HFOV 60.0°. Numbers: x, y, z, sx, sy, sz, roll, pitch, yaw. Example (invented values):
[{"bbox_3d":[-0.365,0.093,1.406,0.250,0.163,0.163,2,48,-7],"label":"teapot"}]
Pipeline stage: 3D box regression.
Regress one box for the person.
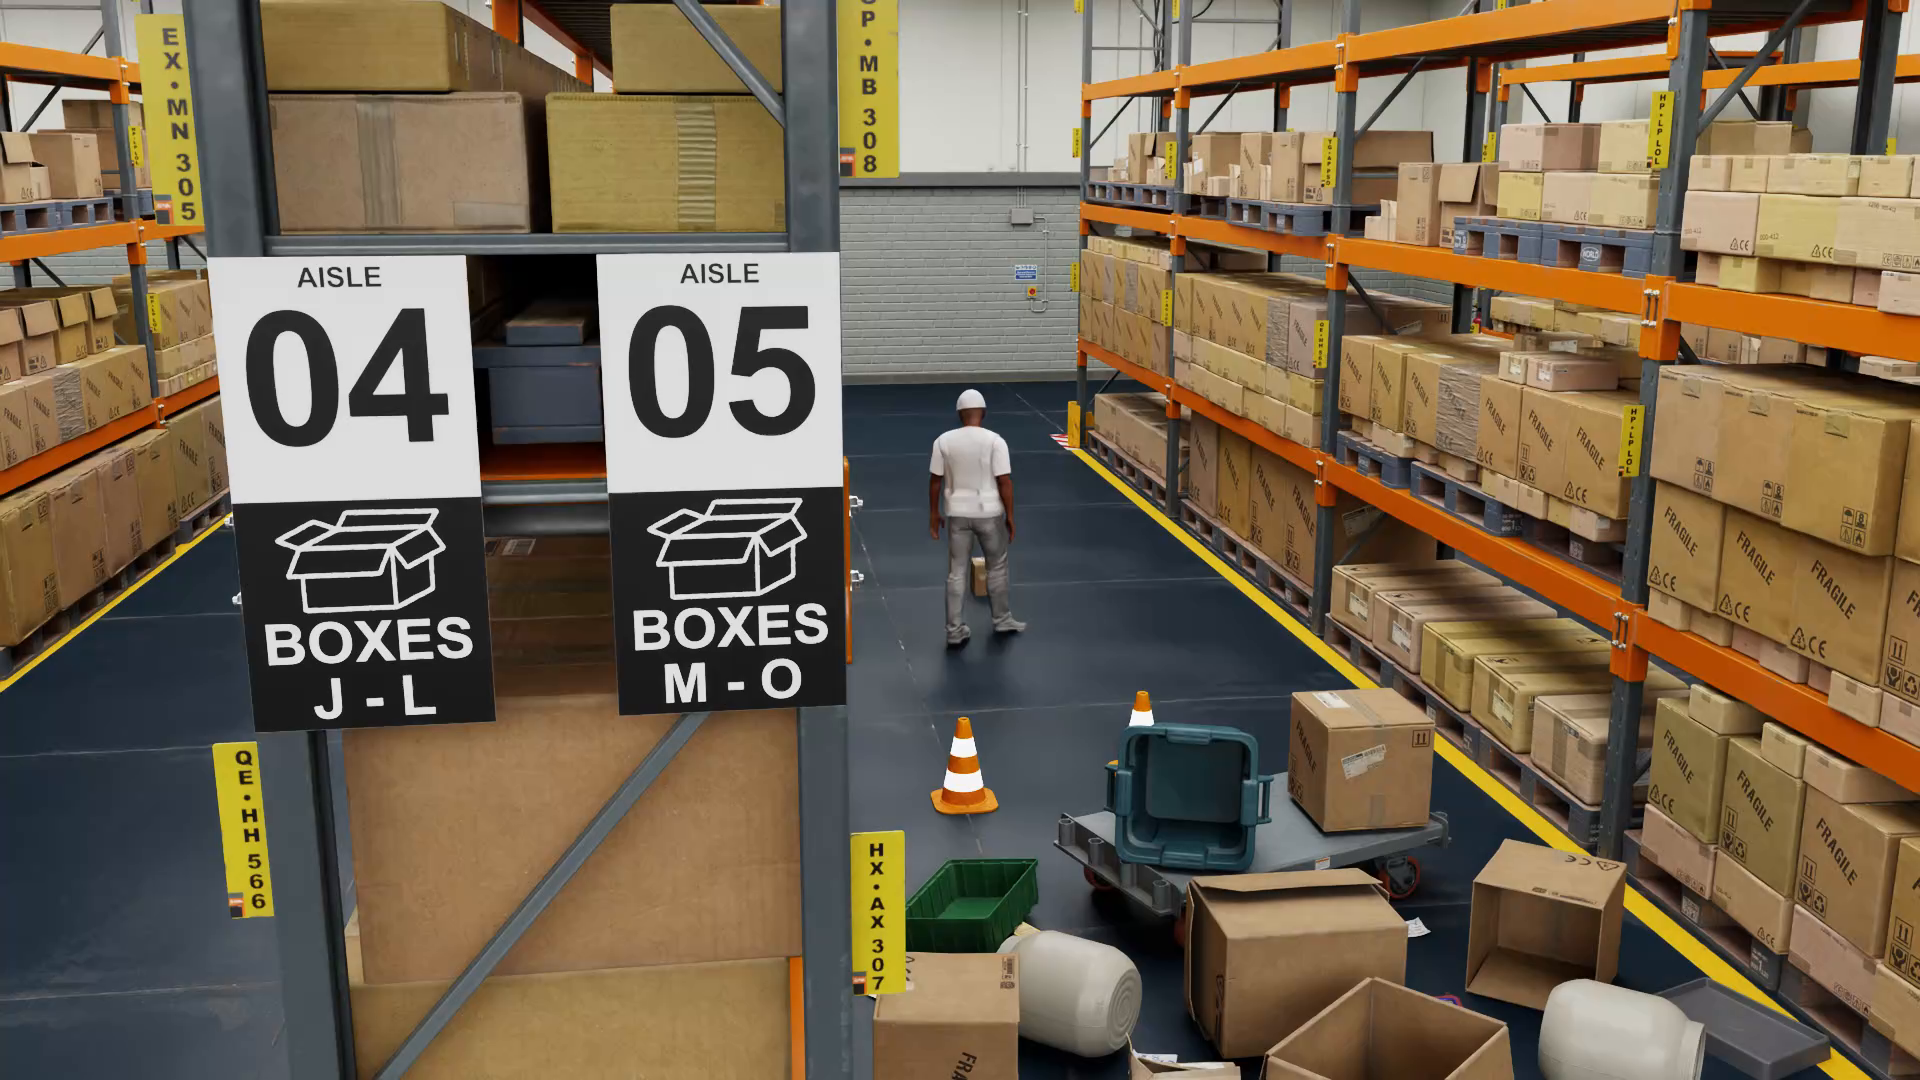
[{"bbox_3d":[0.094,-0.167,11.664,0.644,1.775,0.713,4,14,15],"label":"person"}]
